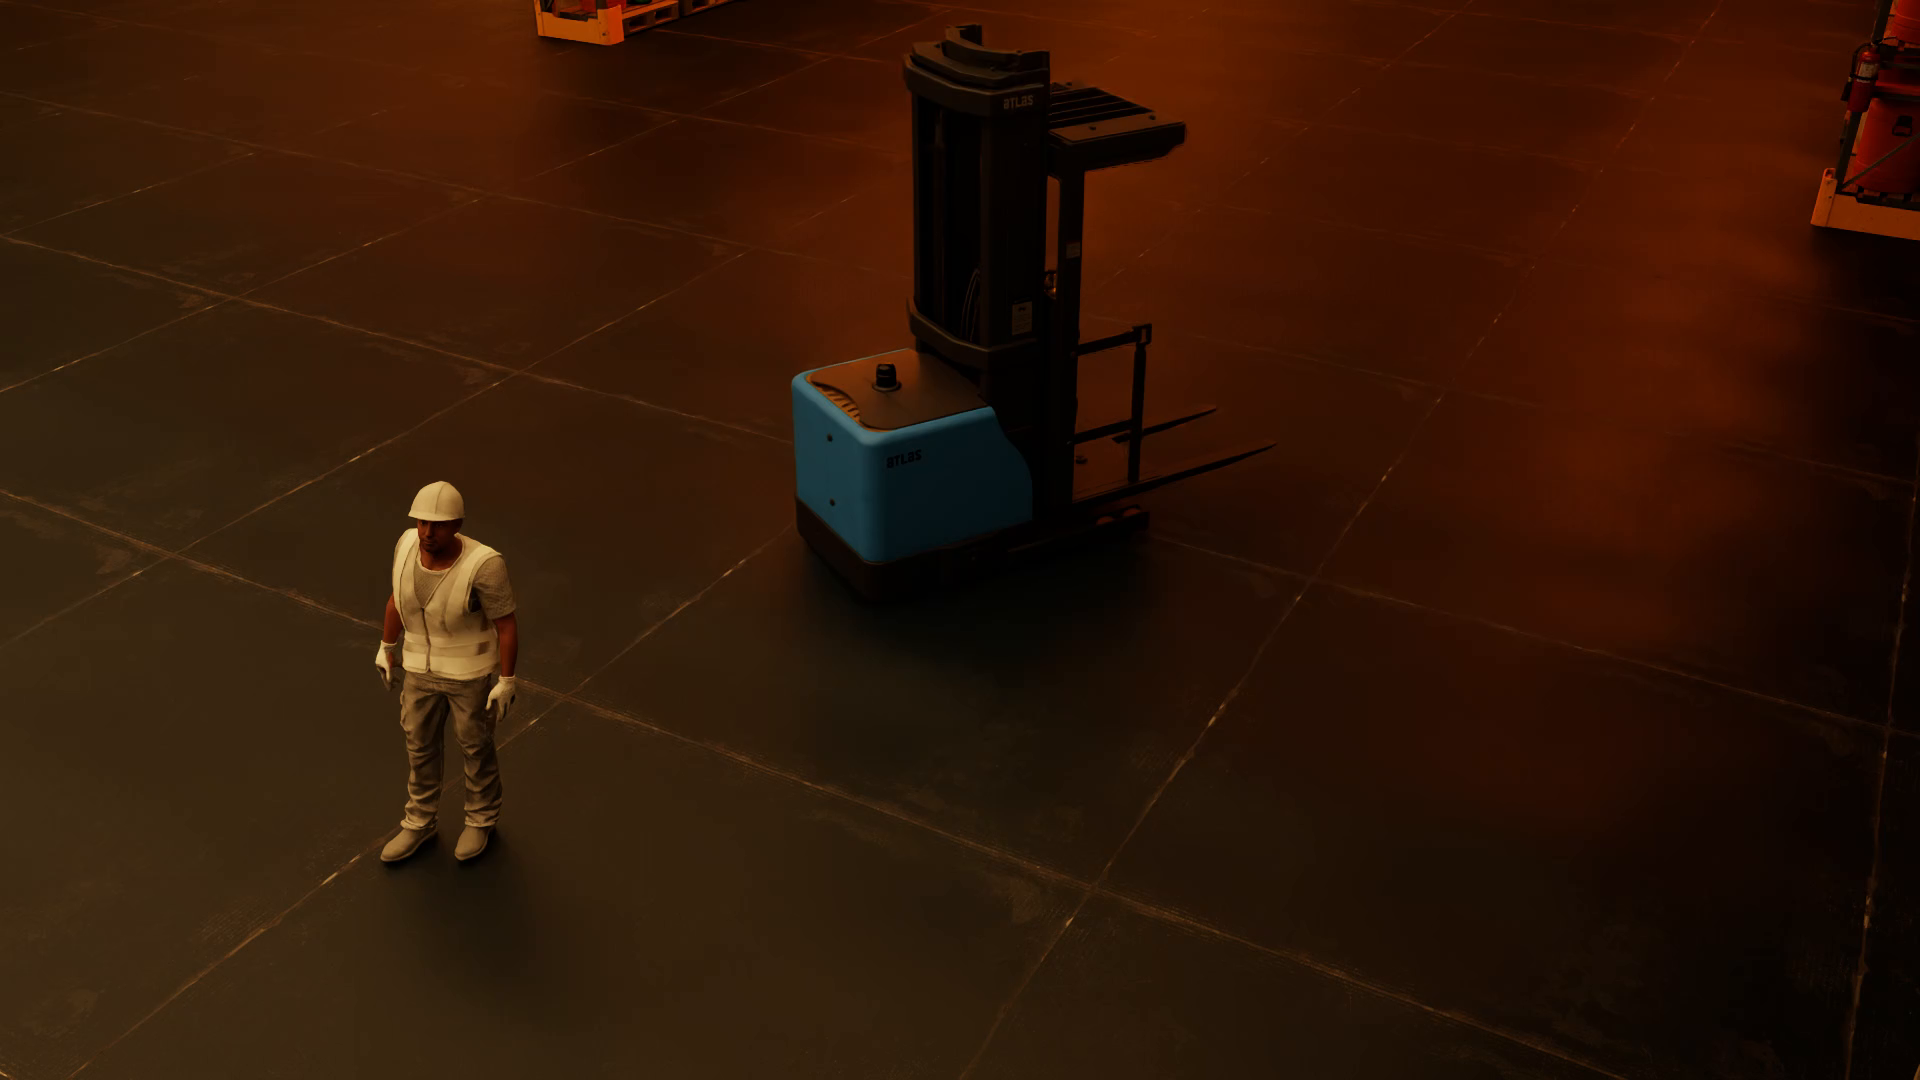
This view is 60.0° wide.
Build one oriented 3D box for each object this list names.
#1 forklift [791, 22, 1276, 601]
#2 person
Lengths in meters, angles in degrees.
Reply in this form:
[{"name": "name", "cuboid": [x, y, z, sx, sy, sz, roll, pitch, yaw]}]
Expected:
[{"name": "forklift", "cuboid": [0.550, -1.455, 9.592, 3.031, 2.935, 1.130, -16, 34, -26]}, {"name": "person", "cuboid": [-2.238, 0.595, 7.172, 0.657, 1.784, 0.576, 9, 31, 15]}]
